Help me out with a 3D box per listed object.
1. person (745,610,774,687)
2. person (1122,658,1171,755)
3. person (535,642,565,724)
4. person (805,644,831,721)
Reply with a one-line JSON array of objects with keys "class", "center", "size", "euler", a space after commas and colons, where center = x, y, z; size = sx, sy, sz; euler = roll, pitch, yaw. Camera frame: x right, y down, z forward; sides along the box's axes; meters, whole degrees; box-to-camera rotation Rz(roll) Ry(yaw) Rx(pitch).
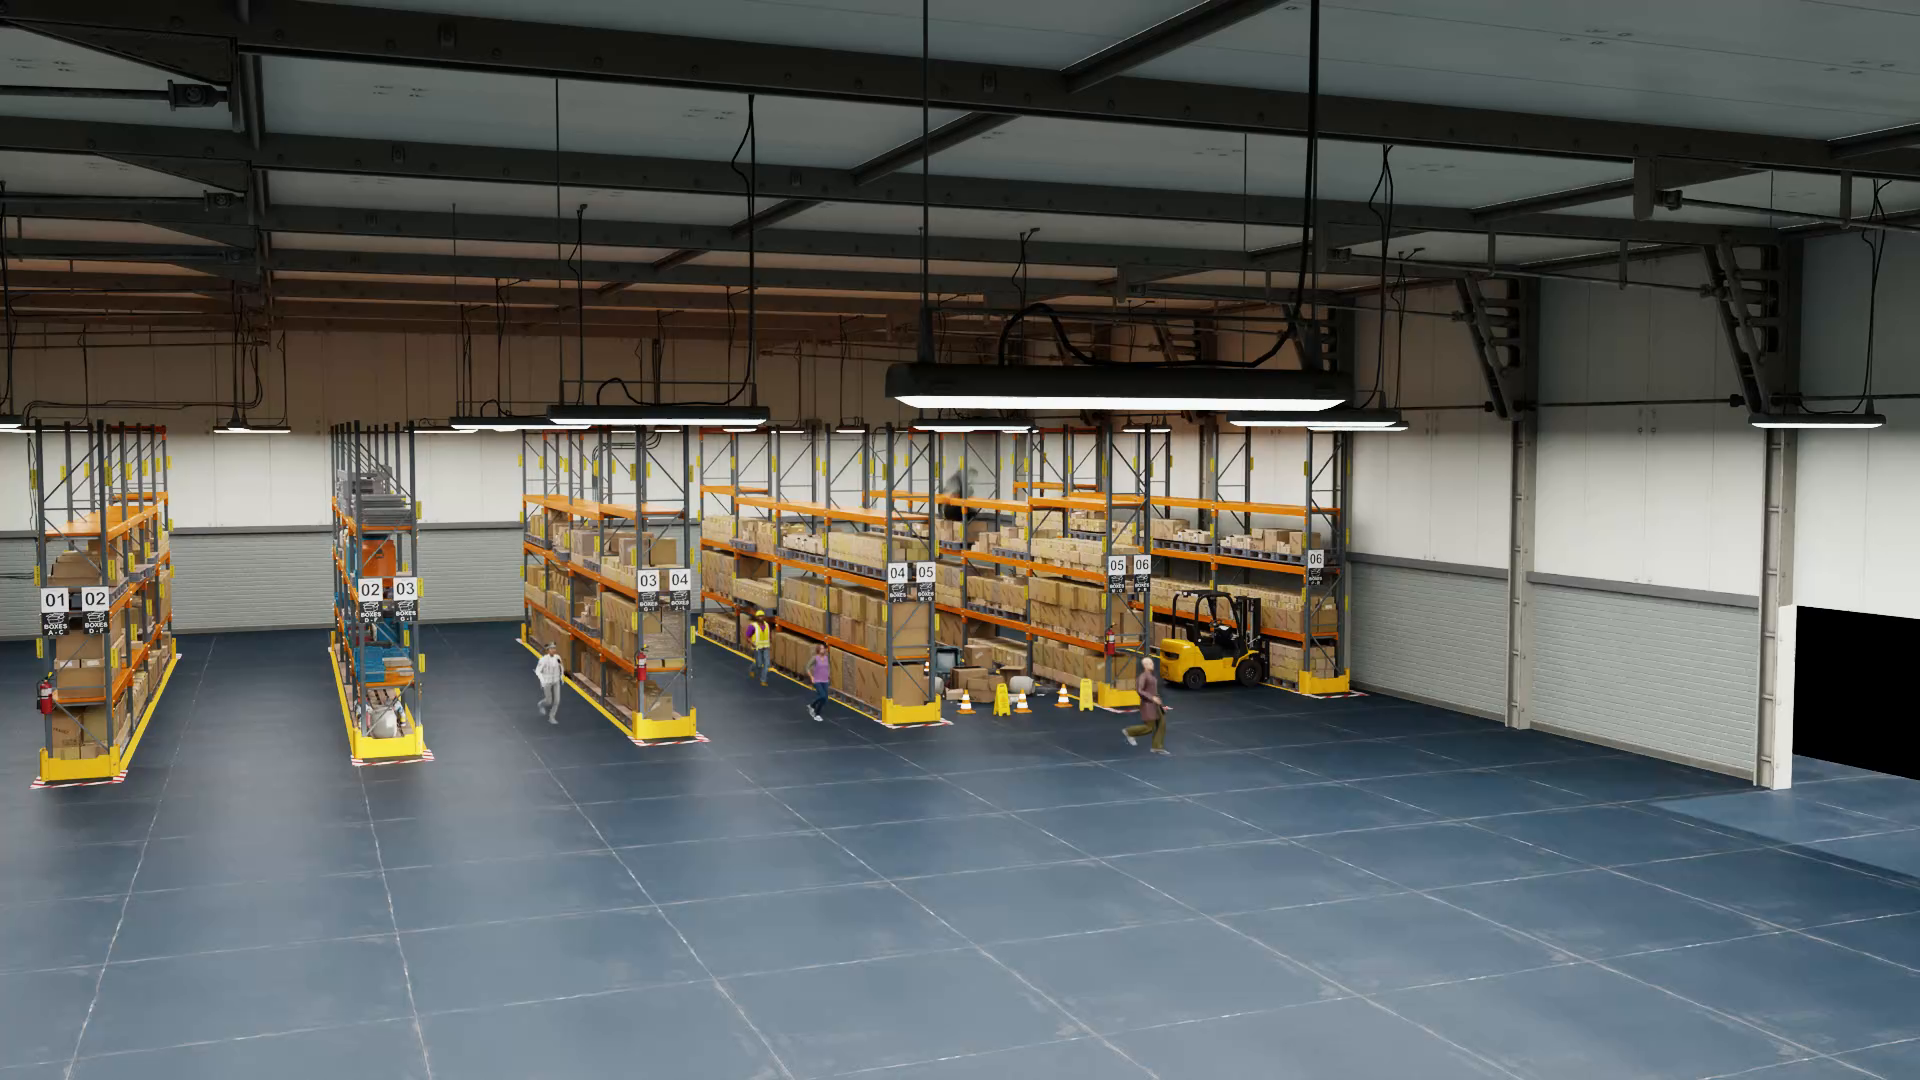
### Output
[{"class": "person", "center": [-4.566, 2.478, 38.136], "size": [0.700, 1.739, 0.801], "euler": [-2, 4, -31]}, {"class": "person", "center": [3.382, 2.992, 30.003], "size": [0.882, 1.752, 0.724], "euler": [2, 4, 25]}, {"class": "person", "center": [-8.198, 2.831, 33.242], "size": [0.603, 1.648, 0.593], "euler": [-3, 4, -35]}, {"class": "person", "center": [-2.790, 2.861, 33.369], "size": [0.523, 1.553, 0.511], "euler": [-3, 5, -41]}]
